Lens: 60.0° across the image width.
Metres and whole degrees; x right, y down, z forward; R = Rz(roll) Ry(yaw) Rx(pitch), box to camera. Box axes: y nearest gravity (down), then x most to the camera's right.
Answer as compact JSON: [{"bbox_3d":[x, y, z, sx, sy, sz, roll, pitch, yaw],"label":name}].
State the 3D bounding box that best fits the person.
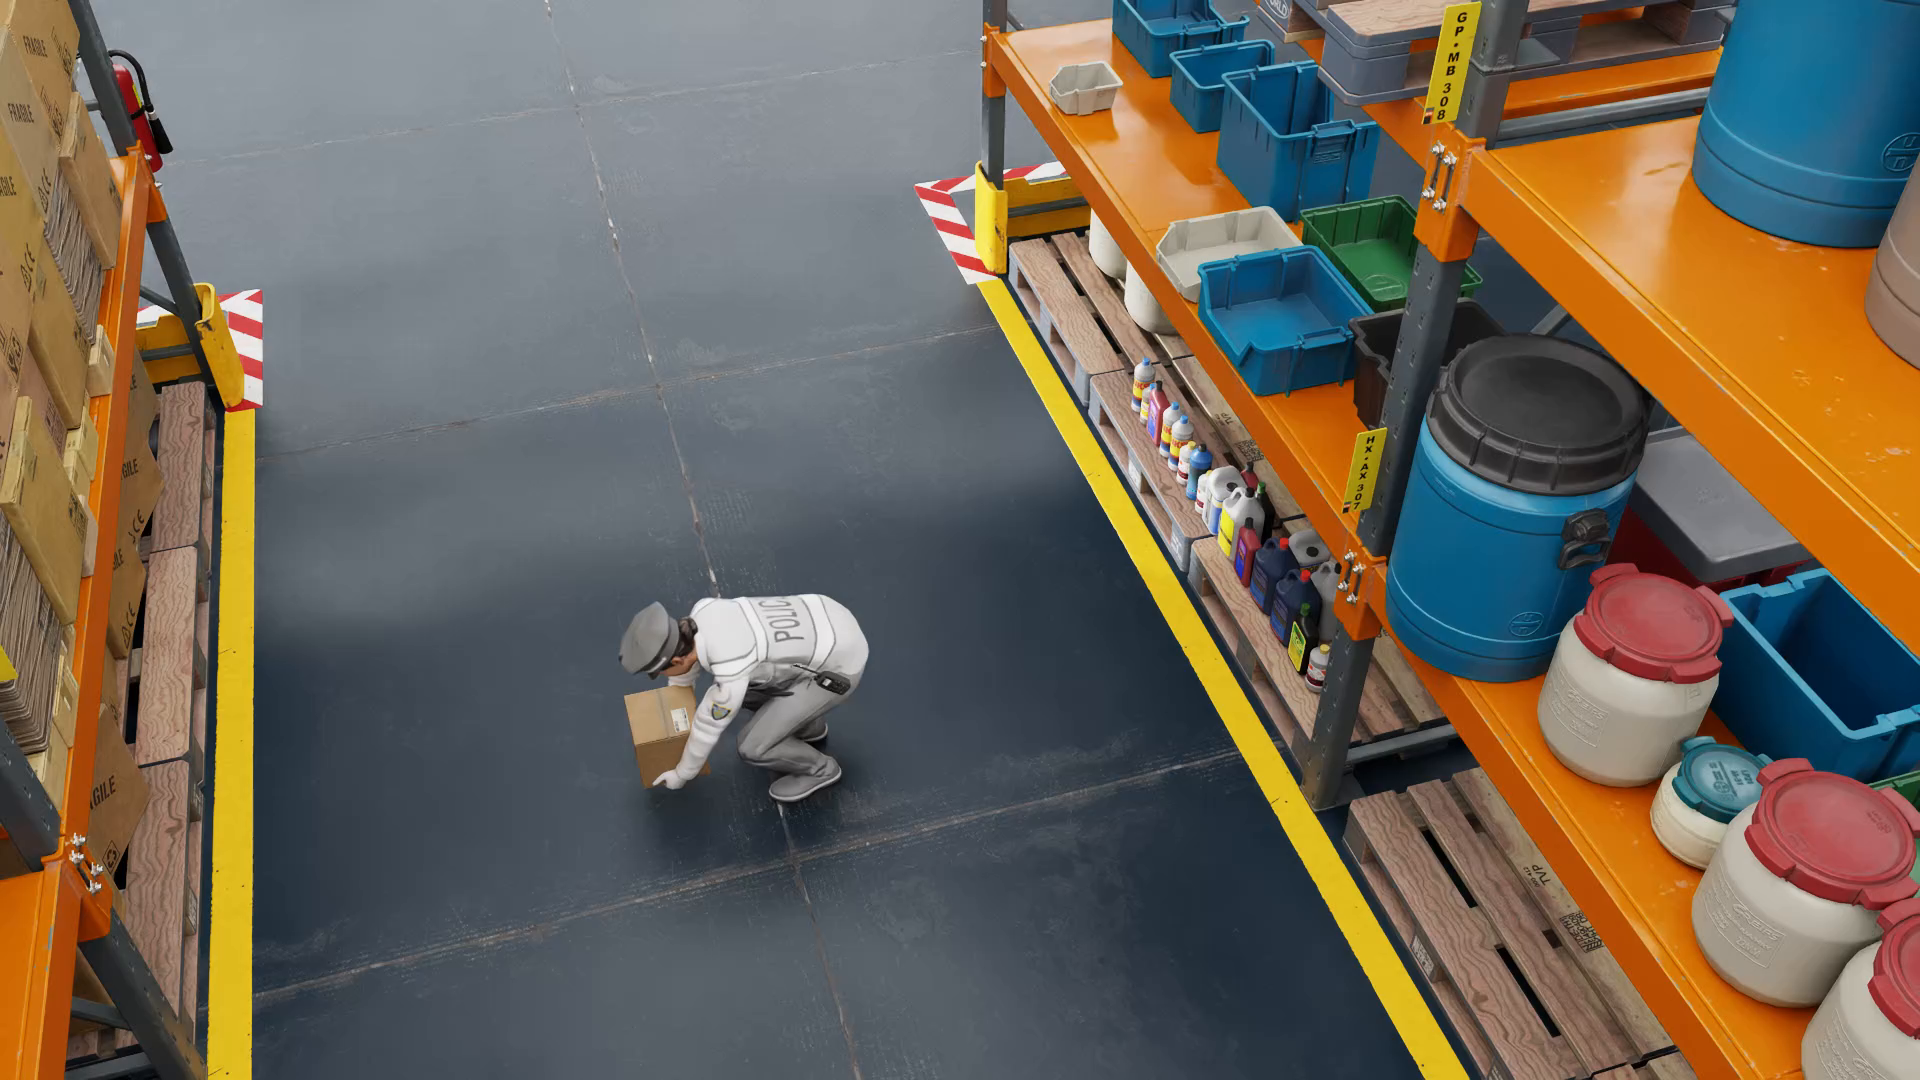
[{"bbox_3d":[-0.770,0.539,6.085,0.884,0.980,0.460,-13,44,-14],"label":"person"}]
